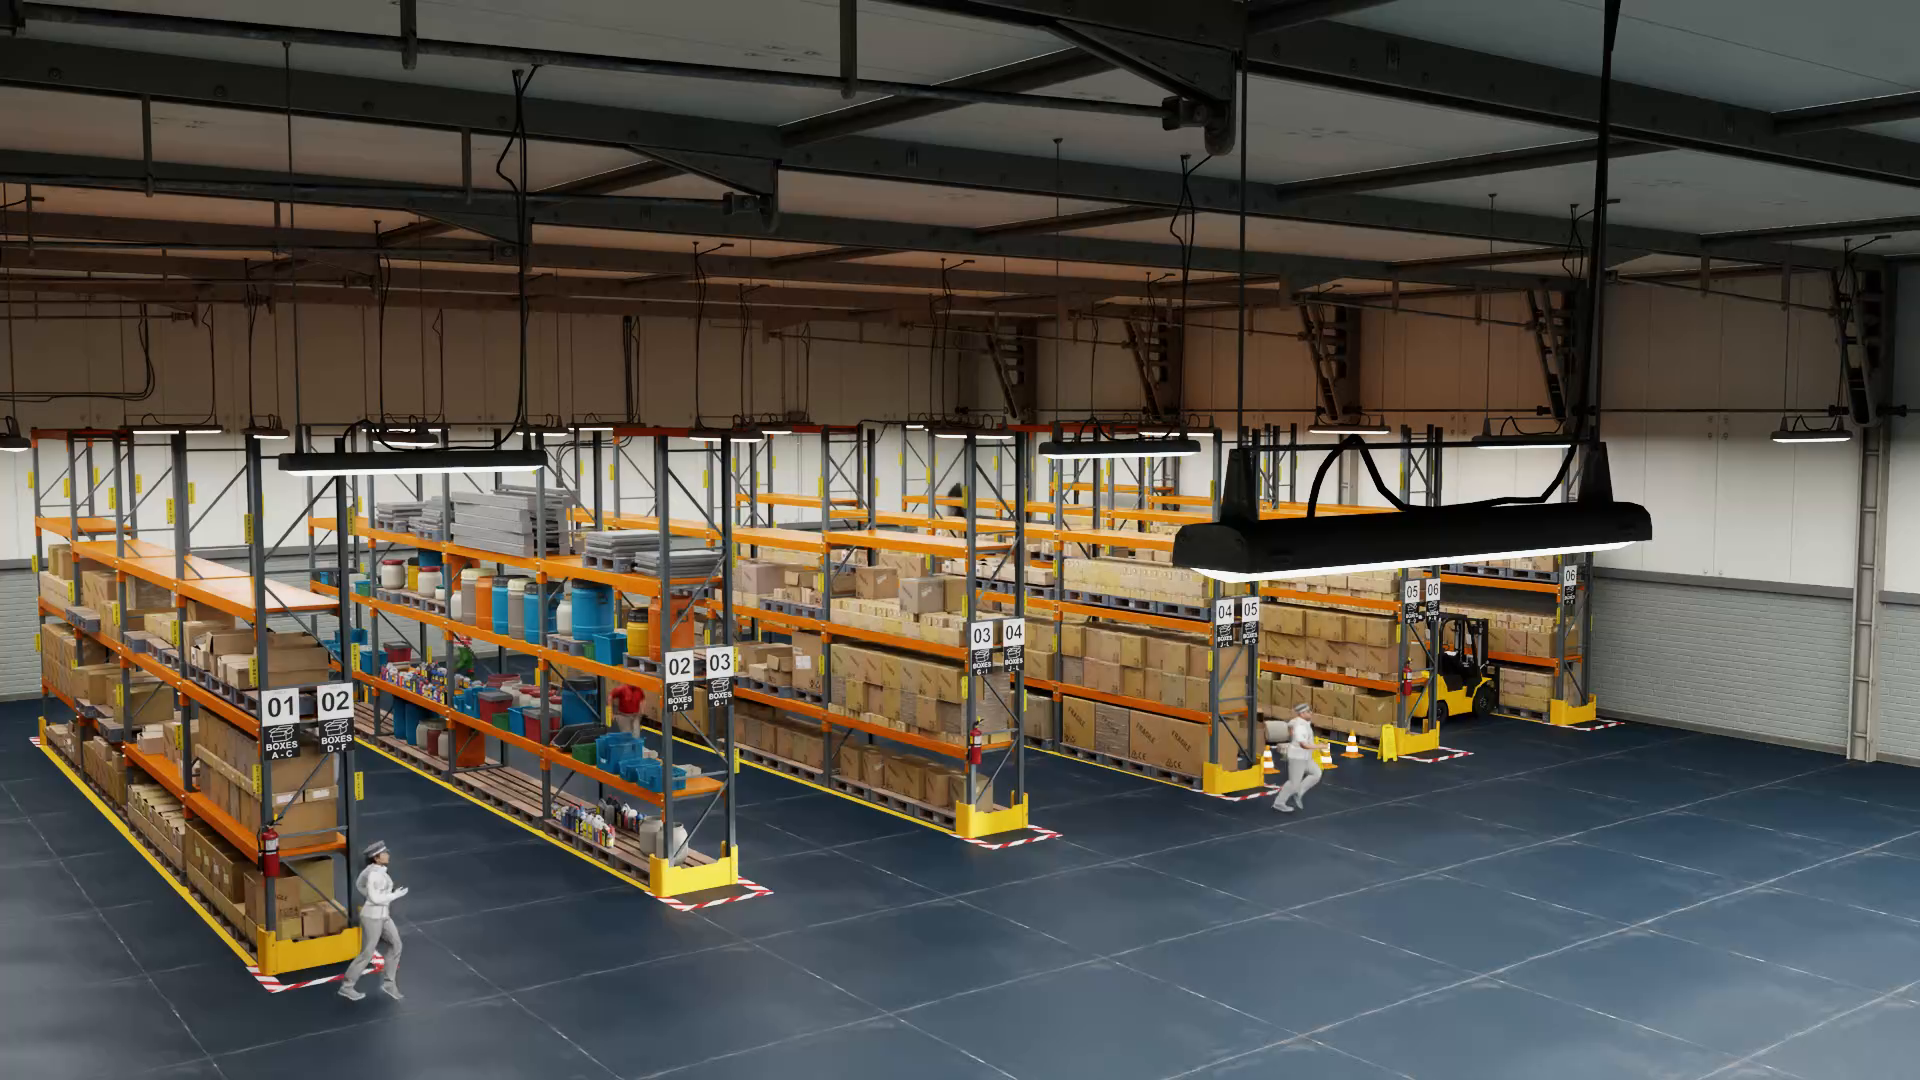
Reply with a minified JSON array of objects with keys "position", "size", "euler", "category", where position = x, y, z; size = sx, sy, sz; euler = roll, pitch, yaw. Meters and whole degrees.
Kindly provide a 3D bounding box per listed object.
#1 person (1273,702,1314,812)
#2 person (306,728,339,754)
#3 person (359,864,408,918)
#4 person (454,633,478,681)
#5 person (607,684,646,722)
[{"position":[5.246,3.391,26.142],"size":[0.604,1.740,0.445],"euler":[1,5,18],"category":"person"},{"position":[-10.068,3.419,26.436],"size":[0.578,1.677,0.698],"euler":[4,6,41],"category":"person"},{"position":[-6.179,3.759,17.851],"size":[0.503,0.558,0.424],"euler":[-1,5,-11],"category":"person"},{"position":[-11.320,2.403,37.813],"size":[0.818,1.712,0.653],"euler":[-4,6,-40],"category":"person"},{"position":[-5.910,3.185,29.621],"size":[0.702,1.675,0.705],"euler":[-4,6,-43],"category":"person"}]
